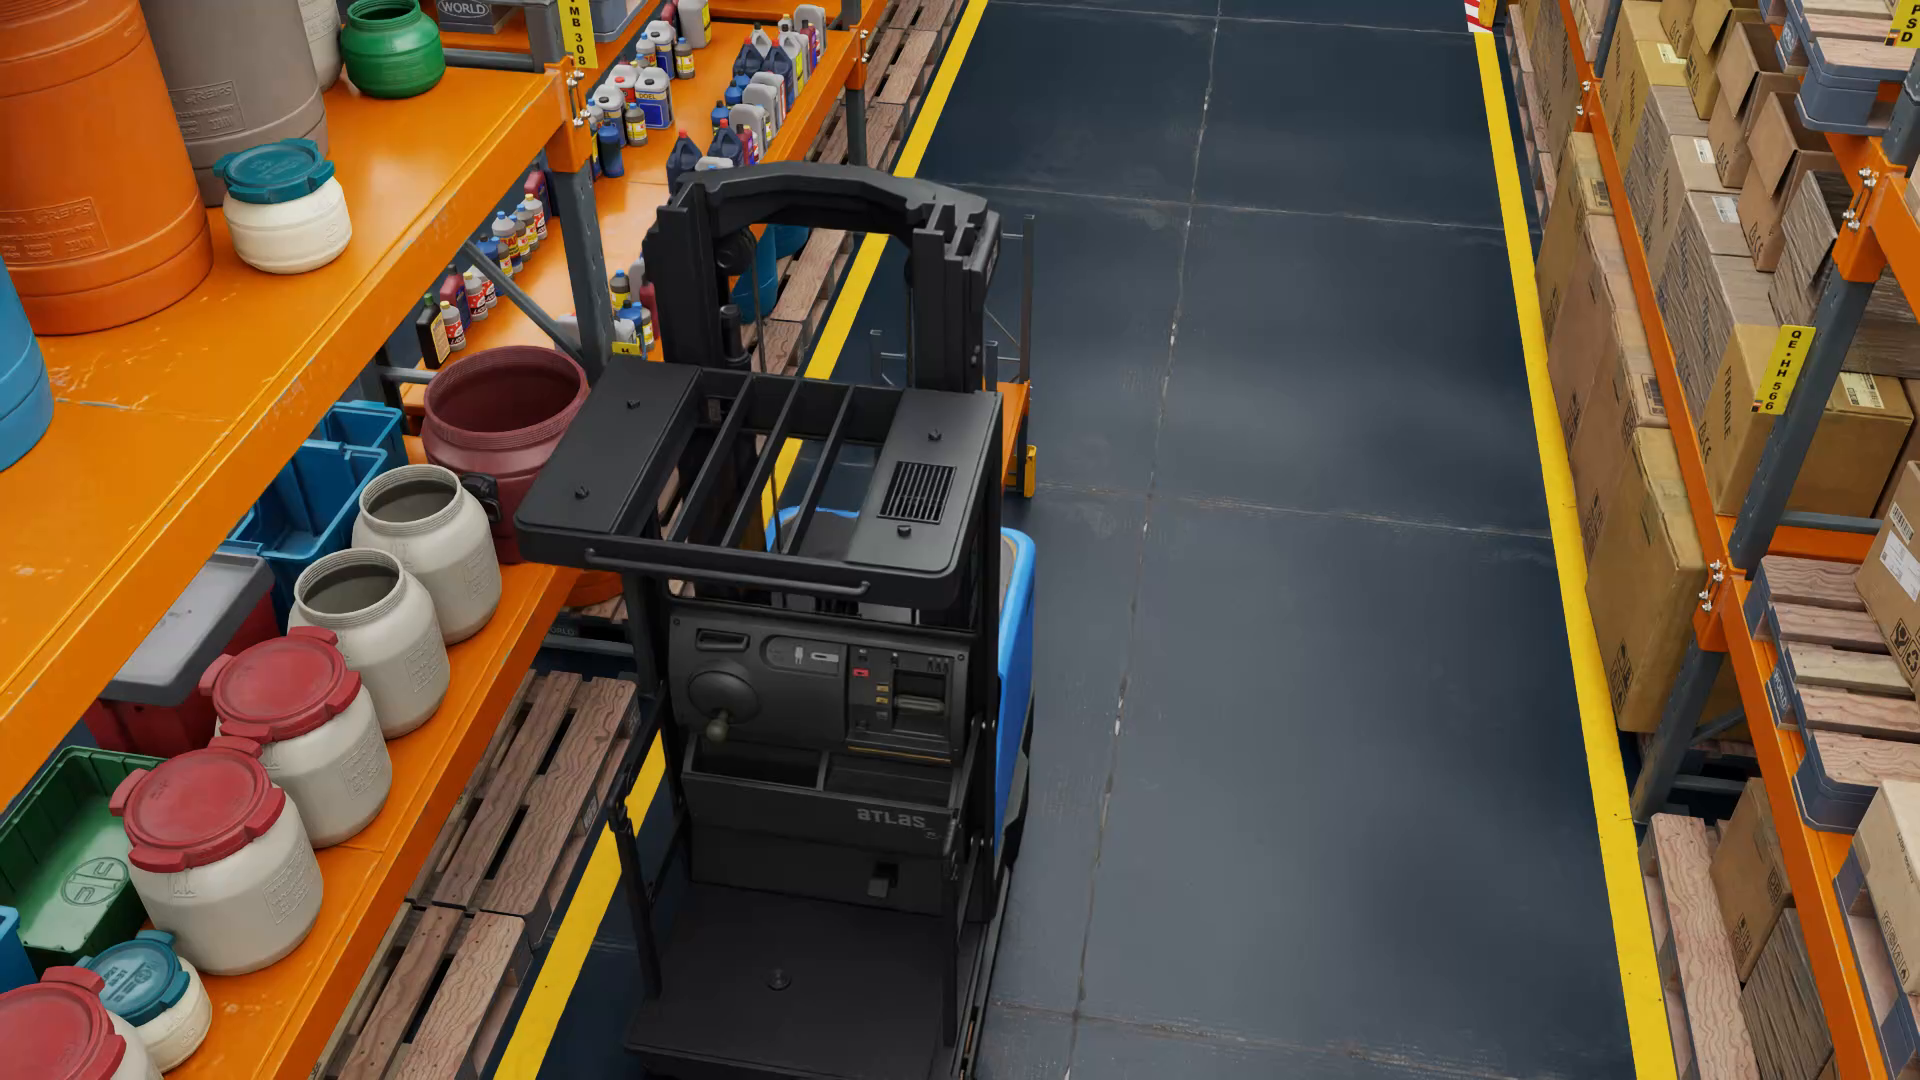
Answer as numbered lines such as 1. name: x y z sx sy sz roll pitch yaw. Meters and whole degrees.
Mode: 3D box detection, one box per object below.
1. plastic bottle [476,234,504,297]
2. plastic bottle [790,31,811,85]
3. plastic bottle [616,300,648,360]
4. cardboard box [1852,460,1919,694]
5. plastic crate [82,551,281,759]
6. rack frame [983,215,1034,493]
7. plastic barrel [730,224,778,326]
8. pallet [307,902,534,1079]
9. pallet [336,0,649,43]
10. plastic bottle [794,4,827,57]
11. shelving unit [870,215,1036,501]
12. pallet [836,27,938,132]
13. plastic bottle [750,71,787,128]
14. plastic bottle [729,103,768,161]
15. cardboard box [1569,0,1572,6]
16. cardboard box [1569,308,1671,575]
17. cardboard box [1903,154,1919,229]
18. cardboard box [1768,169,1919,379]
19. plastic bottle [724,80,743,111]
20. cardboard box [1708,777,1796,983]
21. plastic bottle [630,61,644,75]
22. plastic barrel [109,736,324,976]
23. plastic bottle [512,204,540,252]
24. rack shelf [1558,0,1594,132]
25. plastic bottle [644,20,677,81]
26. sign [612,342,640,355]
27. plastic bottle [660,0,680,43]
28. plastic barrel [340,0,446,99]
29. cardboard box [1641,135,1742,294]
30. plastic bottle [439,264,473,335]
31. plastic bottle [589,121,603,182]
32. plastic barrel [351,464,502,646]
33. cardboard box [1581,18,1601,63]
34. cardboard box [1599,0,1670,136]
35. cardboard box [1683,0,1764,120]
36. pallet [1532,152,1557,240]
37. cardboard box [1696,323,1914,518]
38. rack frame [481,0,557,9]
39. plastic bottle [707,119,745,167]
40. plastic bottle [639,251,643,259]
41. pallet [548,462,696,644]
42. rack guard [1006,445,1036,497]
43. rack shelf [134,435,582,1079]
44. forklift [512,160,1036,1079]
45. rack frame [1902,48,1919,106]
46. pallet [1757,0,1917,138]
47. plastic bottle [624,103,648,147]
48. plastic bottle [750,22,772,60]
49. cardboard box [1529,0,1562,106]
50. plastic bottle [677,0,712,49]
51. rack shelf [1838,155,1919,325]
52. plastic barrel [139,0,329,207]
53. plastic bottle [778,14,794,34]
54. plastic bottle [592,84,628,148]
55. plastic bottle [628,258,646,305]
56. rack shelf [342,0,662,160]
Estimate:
1. plastic bottle: -1.983 -1.162 6.999 0.097 0.271 0.097 0 40 0
2. plastic bottle: -0.865 -2.523 8.642 0.152 0.276 0.135 6 40 8
3. plastic bottle: -1.304 -0.829 6.597 0.097 0.271 0.097 0 40 0
4. cardboard box: 3.080 0.116 4.944 0.500 0.500 0.500 2 40 2
5. plastic crate: -2.325 0.383 4.980 0.402 0.464 0.583 6 40 8
6. rack frame: 0.073 -0.844 7.690 0.500 1.500 0.032 6 40 8
7. plastic barrel: -1.286 -1.653 8.809 0.600 0.901 0.708 6 40 8
8. pallet: -2.130 1.747 5.568 1.003 0.211 1.213 6 40 8
9. pallet: -1.516 -2.126 5.858 1.003 0.211 1.213 6 40 8
10. plastic bottle: -0.802 -2.753 8.919 0.152 0.276 0.135 6 40 8
11. shelving unit: -0.013 -0.530 7.311 0.587 1.500 1.083 6 40 8
12. pallet: -0.754 -3.242 11.603 1.003 0.211 1.213 6 40 8
13. plastic bottle: -0.953 -2.207 8.259 0.152 0.276 0.135 6 40 8
14. plastic bottle: -1.016 -1.977 7.981 0.152 0.276 0.135 6 40 8
15. cardboard box: 3.690 -3.152 9.502 0.380 0.149 0.250 7 40 9
16. cardboard box: 3.436 -0.359 7.265 1.225 0.875 0.875 7 40 8
17. cardboard box: 2.802 -0.858 4.294 0.500 0.250 0.500 7 40 8
18. cardboard box: 3.276 -0.909 5.727 0.797 0.503 0.637 8 40 9
19. plastic bottle: -1.102 -2.123 8.161 0.097 0.271 0.097 0 40 0
20. cardboard box: 3.038 1.190 5.670 0.700 0.500 0.500 4 40 5
21. plastic bottle: -1.652 -2.337 8.475 0.097 0.201 0.097 0 40 0
22. plastic barrel: -1.928 0.848 4.360 0.433 0.535 0.433 0 40 0
23. plastic bottle: -1.916 -1.379 7.317 0.097 0.201 0.097 0 40 0
24. rack shelf: 4.172 -3.515 10.309 1.077 0.370 4.000 6 40 8
25. plastic bottle: -1.571 -2.557 8.683 0.152 0.276 0.135 6 40 8
26. sign: -1.201 -0.580 6.066 0.100 0.325 0.005 6 40 8
27. plastic bottle: -1.559 -2.772 8.937 0.061 0.283 0.133 6 40 8
28. plastic barrel: -1.737 -1.509 5.085 0.294 0.245 0.294 0 40 0
29. cardboard box: 3.243 -1.360 7.059 0.500 0.500 0.500 7 40 9
30. plastic bottle: -2.055 -0.974 6.762 0.061 0.283 0.133 6 40 8
31. plastic bottle: -1.773 -1.867 7.790 0.144 0.351 0.185 6 40 8
32. plastic barrel: -1.712 0.053 5.341 0.421 0.512 0.421 0 40 0
33. cardboard box: 3.556 -2.668 8.917 0.380 0.149 0.250 7 40 8
34. cardboard box: 3.500 -2.315 8.214 0.500 0.500 0.500 7 40 8
35. cardboard box: 3.593 -2.131 7.205 0.797 0.503 0.637 7 40 8
36. pallet: 4.035 -1.931 10.017 1.003 0.211 1.213 6 40 8
37. cardboard box: 2.975 -0.402 5.901 0.500 0.500 0.500 8 40 9
38. rack frame: -1.744 -2.885 4.274 1.000 3.000 0.127 6 40 8
39. plastic bottle: -1.080 -1.760 7.660 0.144 0.351 0.185 6 40 8
40. plastic bottle: -1.284 -1.126 6.956 0.097 0.271 0.097 0 40 0
41. pallet: -1.649 0.002 7.678 1.003 0.211 1.213 6 40 8
42. rack guard: 0.073 -0.361 8.087 0.587 0.250 0.087 6 40 8
43. rack shelf: -2.091 0.959 4.897 1.077 0.370 4.000 6 40 8
44. forklift: -0.471 0.530 4.905 1.130 2.935 3.031 7 40 8
45. rack frame: 3.134 -2.339 3.614 1.000 3.000 0.127 6 40 8
46. pallet: 3.193 -1.520 5.125 1.213 0.211 1.003 8 40 10
47. plastic bottle: -1.582 -2.030 8.103 0.097 0.201 0.097 0 40 0
48. plastic bottle: -1.031 -2.467 8.516 0.144 0.351 0.185 6 40 8
49. cardboard box: 4.329 -3.409 10.954 0.875 0.875 0.875 6 40 8
50. plastic bottle: -1.439 -2.854 8.983 0.144 0.351 0.185 6 40 8
51. rack shelf: 2.788 0.350 3.281 1.077 0.370 4.000 6 40 8
52. plastic barrel: -2.100 -1.431 4.476 0.600 0.901 0.600 0 40 0
53. plastic bottle: -0.928 -2.726 8.946 0.097 0.201 0.097 0 40 0
54. plastic bottle: -1.708 -2.060 8.082 0.152 0.276 0.135 6 40 8
55. plastic bottle: -1.271 -1.051 6.862 0.152 0.276 0.135 6 40 8
56. rack shelf: -1.398 -2.707 6.977 1.077 0.370 4.000 6 40 8
